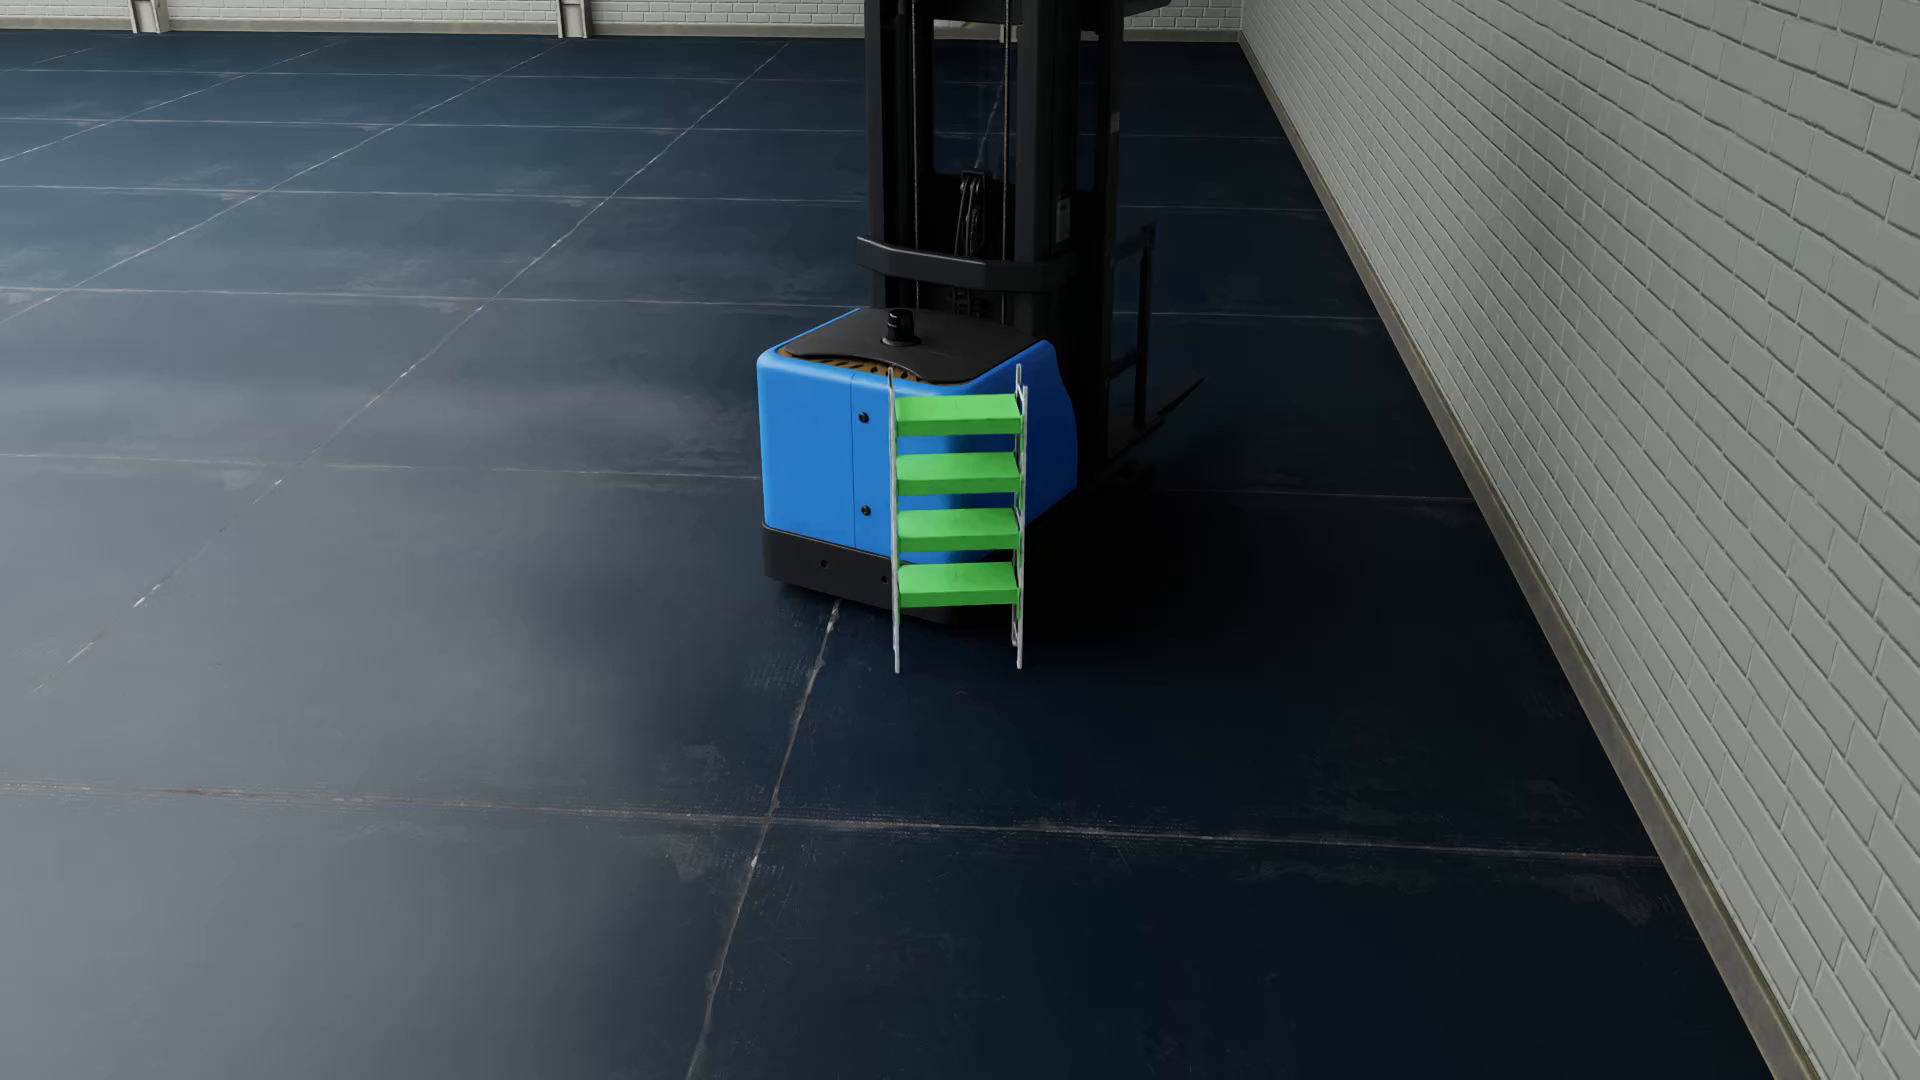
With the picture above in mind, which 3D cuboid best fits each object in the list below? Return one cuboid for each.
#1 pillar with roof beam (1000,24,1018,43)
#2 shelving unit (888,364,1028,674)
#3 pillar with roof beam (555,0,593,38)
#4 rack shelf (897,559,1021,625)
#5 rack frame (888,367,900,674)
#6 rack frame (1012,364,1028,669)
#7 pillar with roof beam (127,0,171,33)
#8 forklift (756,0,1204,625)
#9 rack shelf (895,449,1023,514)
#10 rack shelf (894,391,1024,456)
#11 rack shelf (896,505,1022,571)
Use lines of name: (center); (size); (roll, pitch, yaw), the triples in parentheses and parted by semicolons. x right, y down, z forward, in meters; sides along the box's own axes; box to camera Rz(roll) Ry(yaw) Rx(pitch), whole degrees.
pillar with roof beam: (0.415, -8.976, 16.492); (0.400, 9.000, 9.100); (2, 25, 4)
shelving unit: (-0.013, -0.069, 6.455); (0.503, 1.200, 0.258); (-2, 26, -4)
pillar with roof beam: (-5.568, -9.168, 16.909); (0.400, 9.000, 9.100); (2, 25, 4)
rack shelf: (-0.013, 0.203, 6.590); (0.480, 0.148, 0.258); (-2, 26, -4)
rack frame: (-0.256, -0.061, 6.437); (0.015, 1.200, 0.240); (-2, 26, -4)
rack frame: (0.231, -0.077, 6.472); (0.015, 1.200, 0.240); (-2, 26, -4)
pillar with roof beam: (-11.550, -9.360, 17.326); (0.400, 9.000, 9.100); (2, 25, 4)
forklift: (0.308, -1.558, 7.629); (1.130, 2.935, 3.031); (13, 28, 27)
rack shelf: (-0.012, -0.227, 6.376); (0.480, 0.148, 0.258); (-2, 26, -4)
rack shelf: (-0.012, -0.442, 6.270); (0.480, 0.148, 0.258); (-2, 26, -4)
rack shelf: (-0.013, -0.012, 6.483); (0.480, 0.148, 0.258); (-2, 26, -4)
